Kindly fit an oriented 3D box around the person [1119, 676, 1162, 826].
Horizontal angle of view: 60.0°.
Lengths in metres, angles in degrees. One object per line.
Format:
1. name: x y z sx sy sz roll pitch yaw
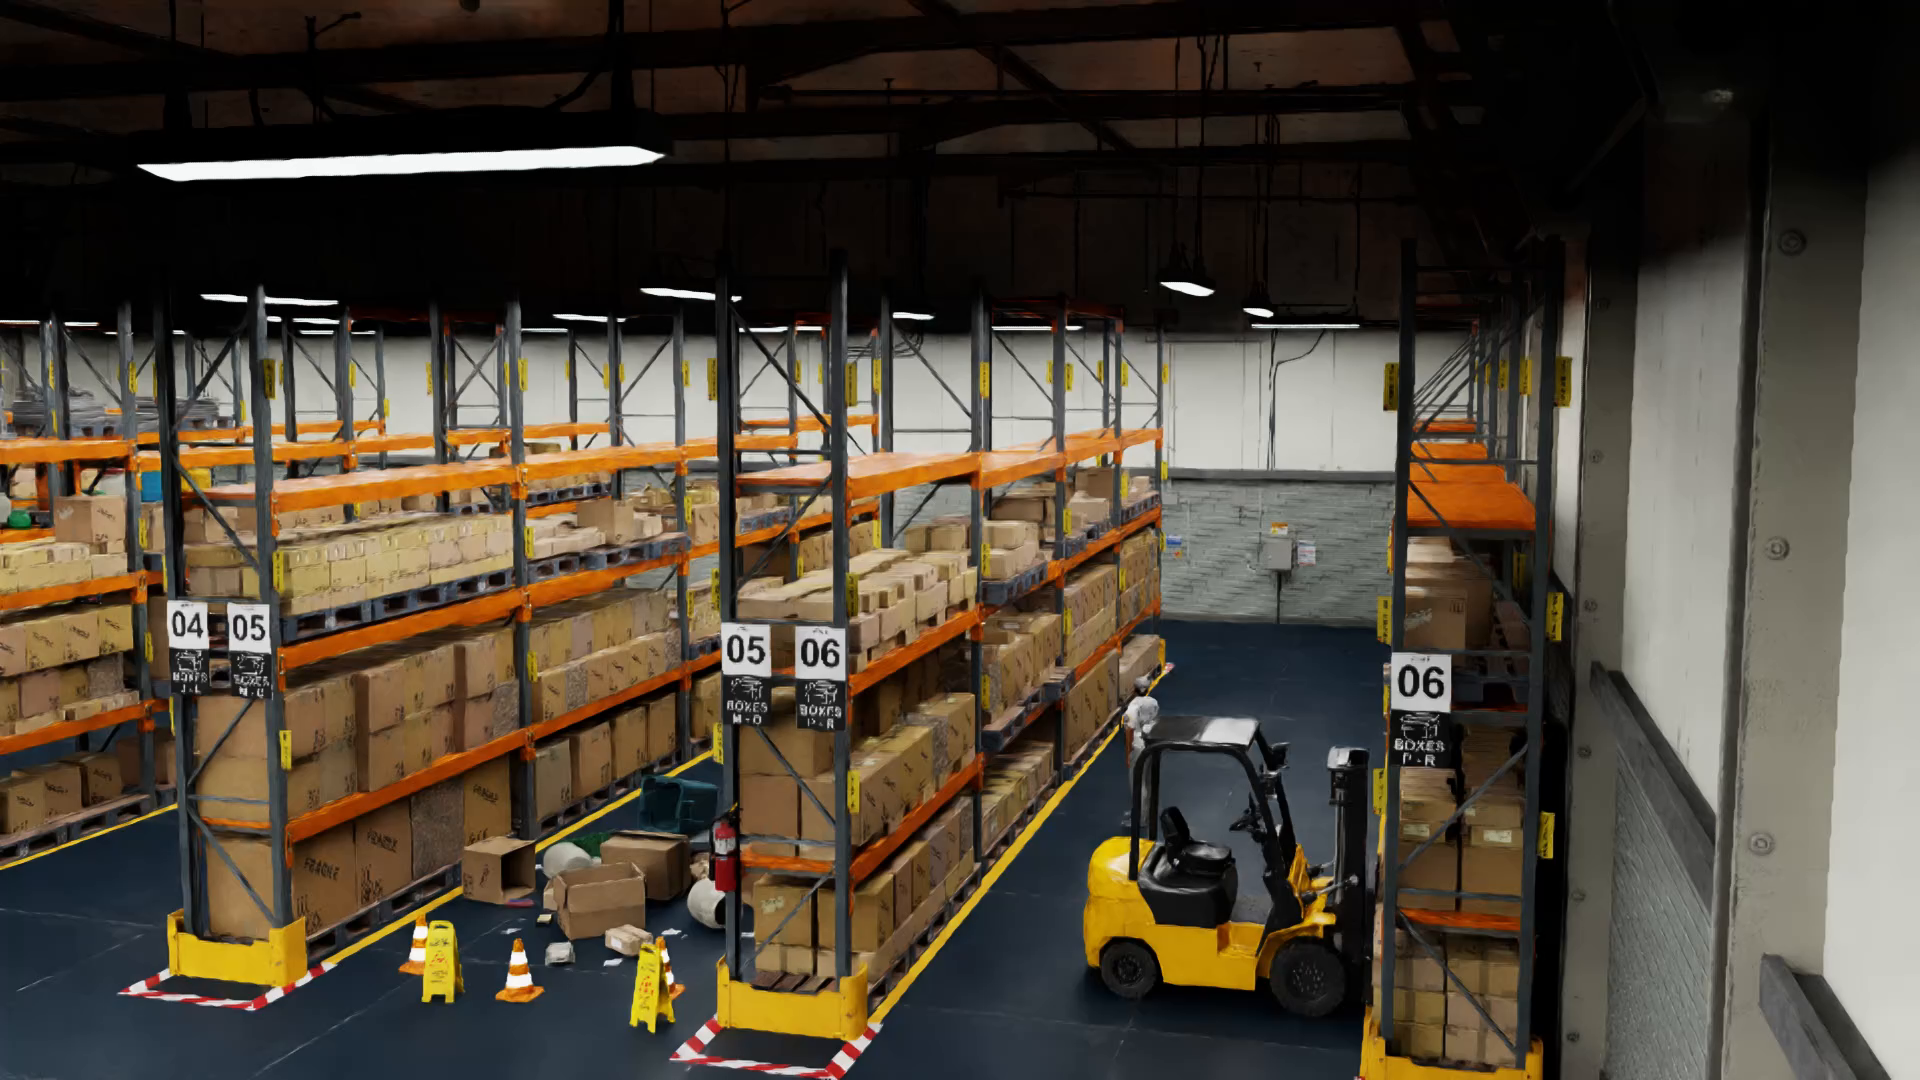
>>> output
1. person: 2.004 2.357 18.707 0.523 1.667 0.478 -6 8 -44
